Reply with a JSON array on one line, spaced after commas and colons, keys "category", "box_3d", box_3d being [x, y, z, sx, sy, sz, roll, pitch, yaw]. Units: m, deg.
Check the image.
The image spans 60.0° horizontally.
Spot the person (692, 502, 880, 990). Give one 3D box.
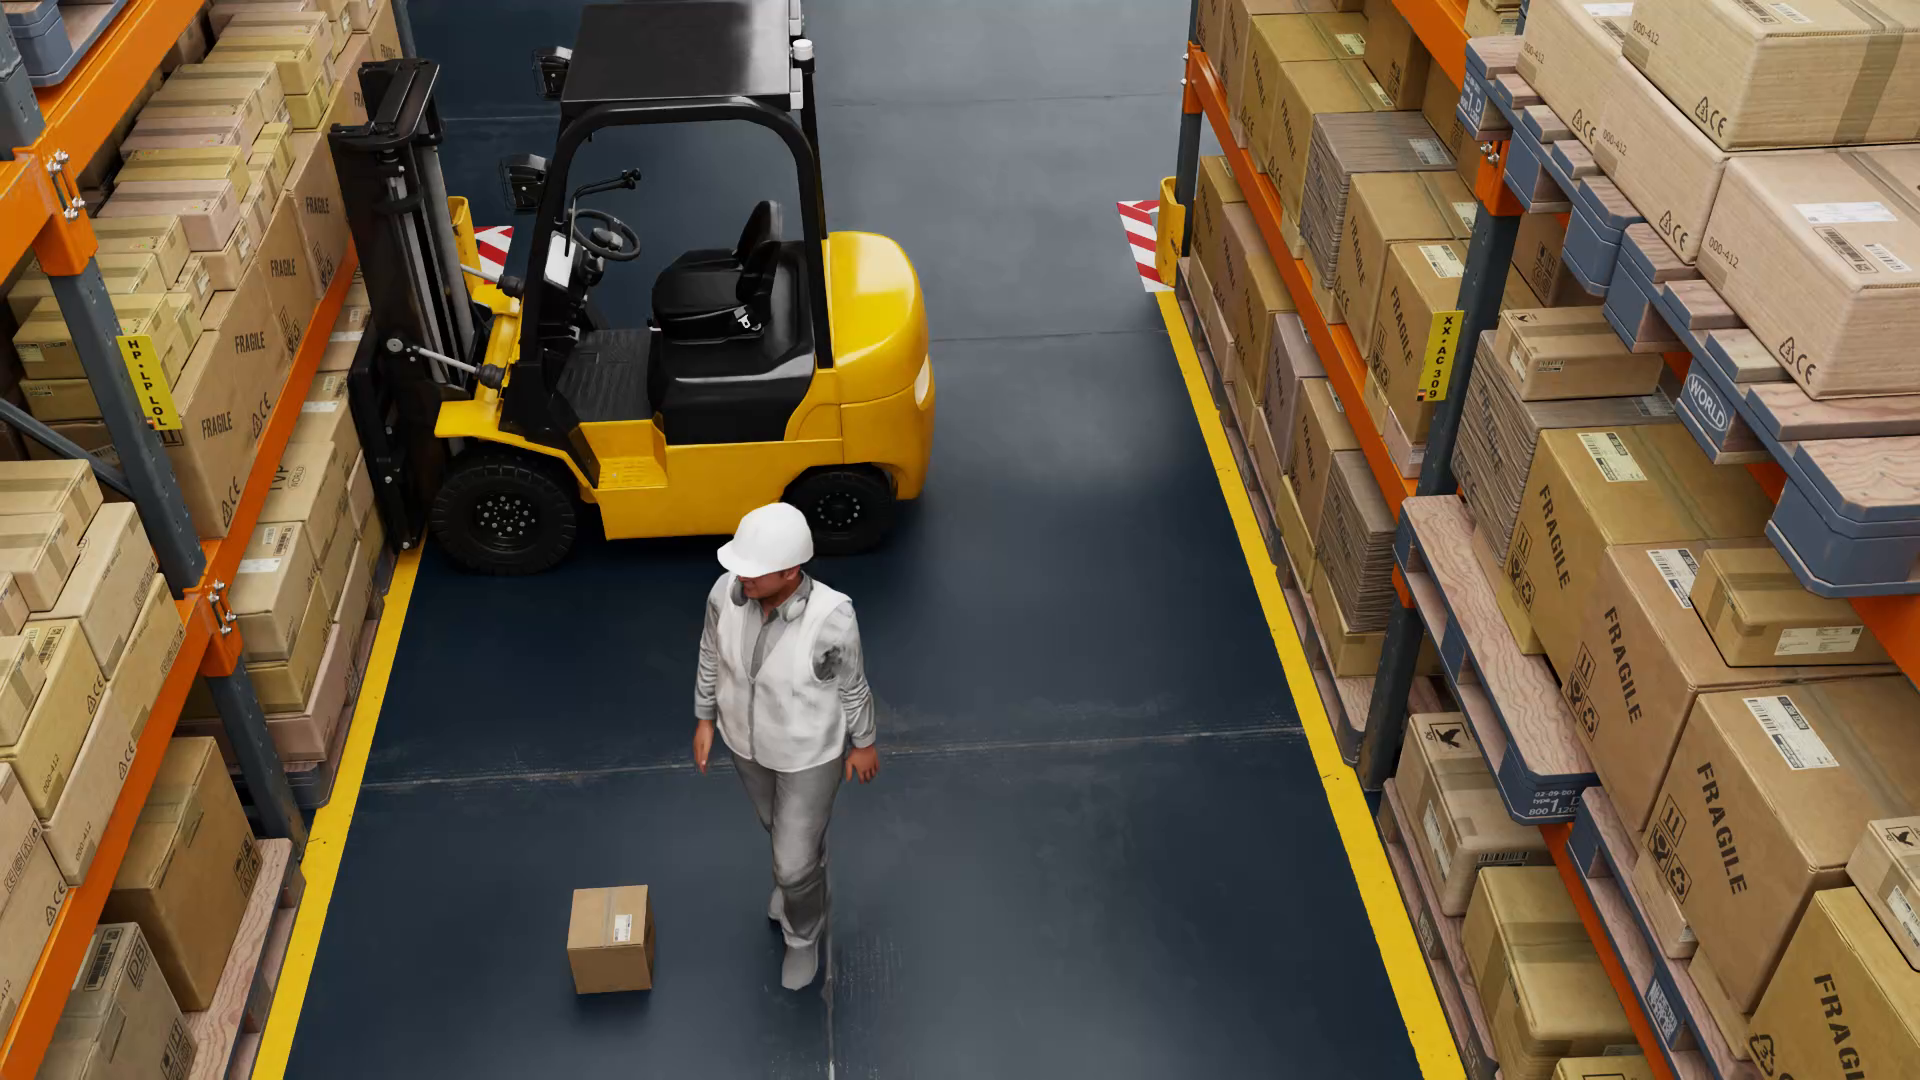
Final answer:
[{"category": "person", "box_3d": [-0.588, 0.670, 5.333, 0.583, 1.839, 0.533, 19, 42, 22]}]
